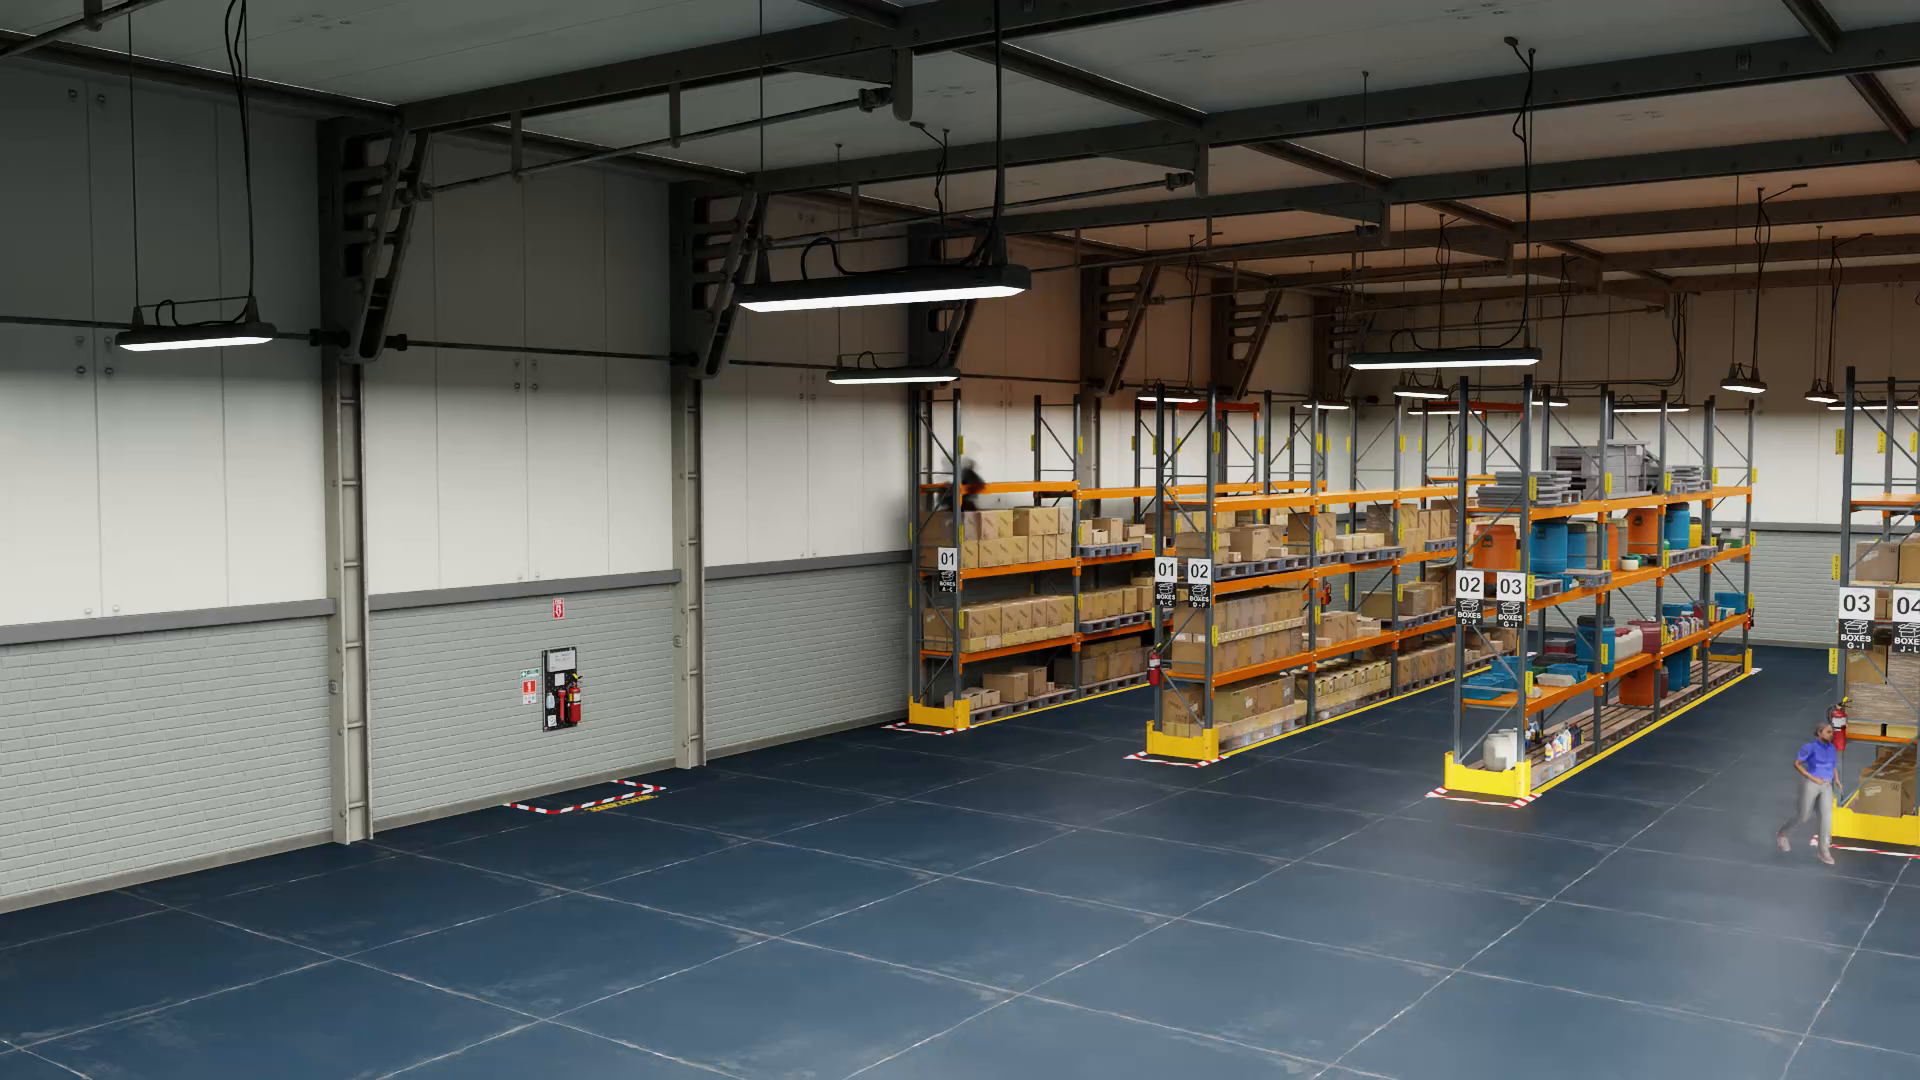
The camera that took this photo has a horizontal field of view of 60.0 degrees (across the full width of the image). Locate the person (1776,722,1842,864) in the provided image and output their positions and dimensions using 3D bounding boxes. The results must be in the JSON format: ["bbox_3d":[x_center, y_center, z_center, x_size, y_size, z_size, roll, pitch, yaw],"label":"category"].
[{"bbox_3d":[10.406,3.019,20.154,0.635,1.641,0.878,-1,3,-11],"label":"person"}]
